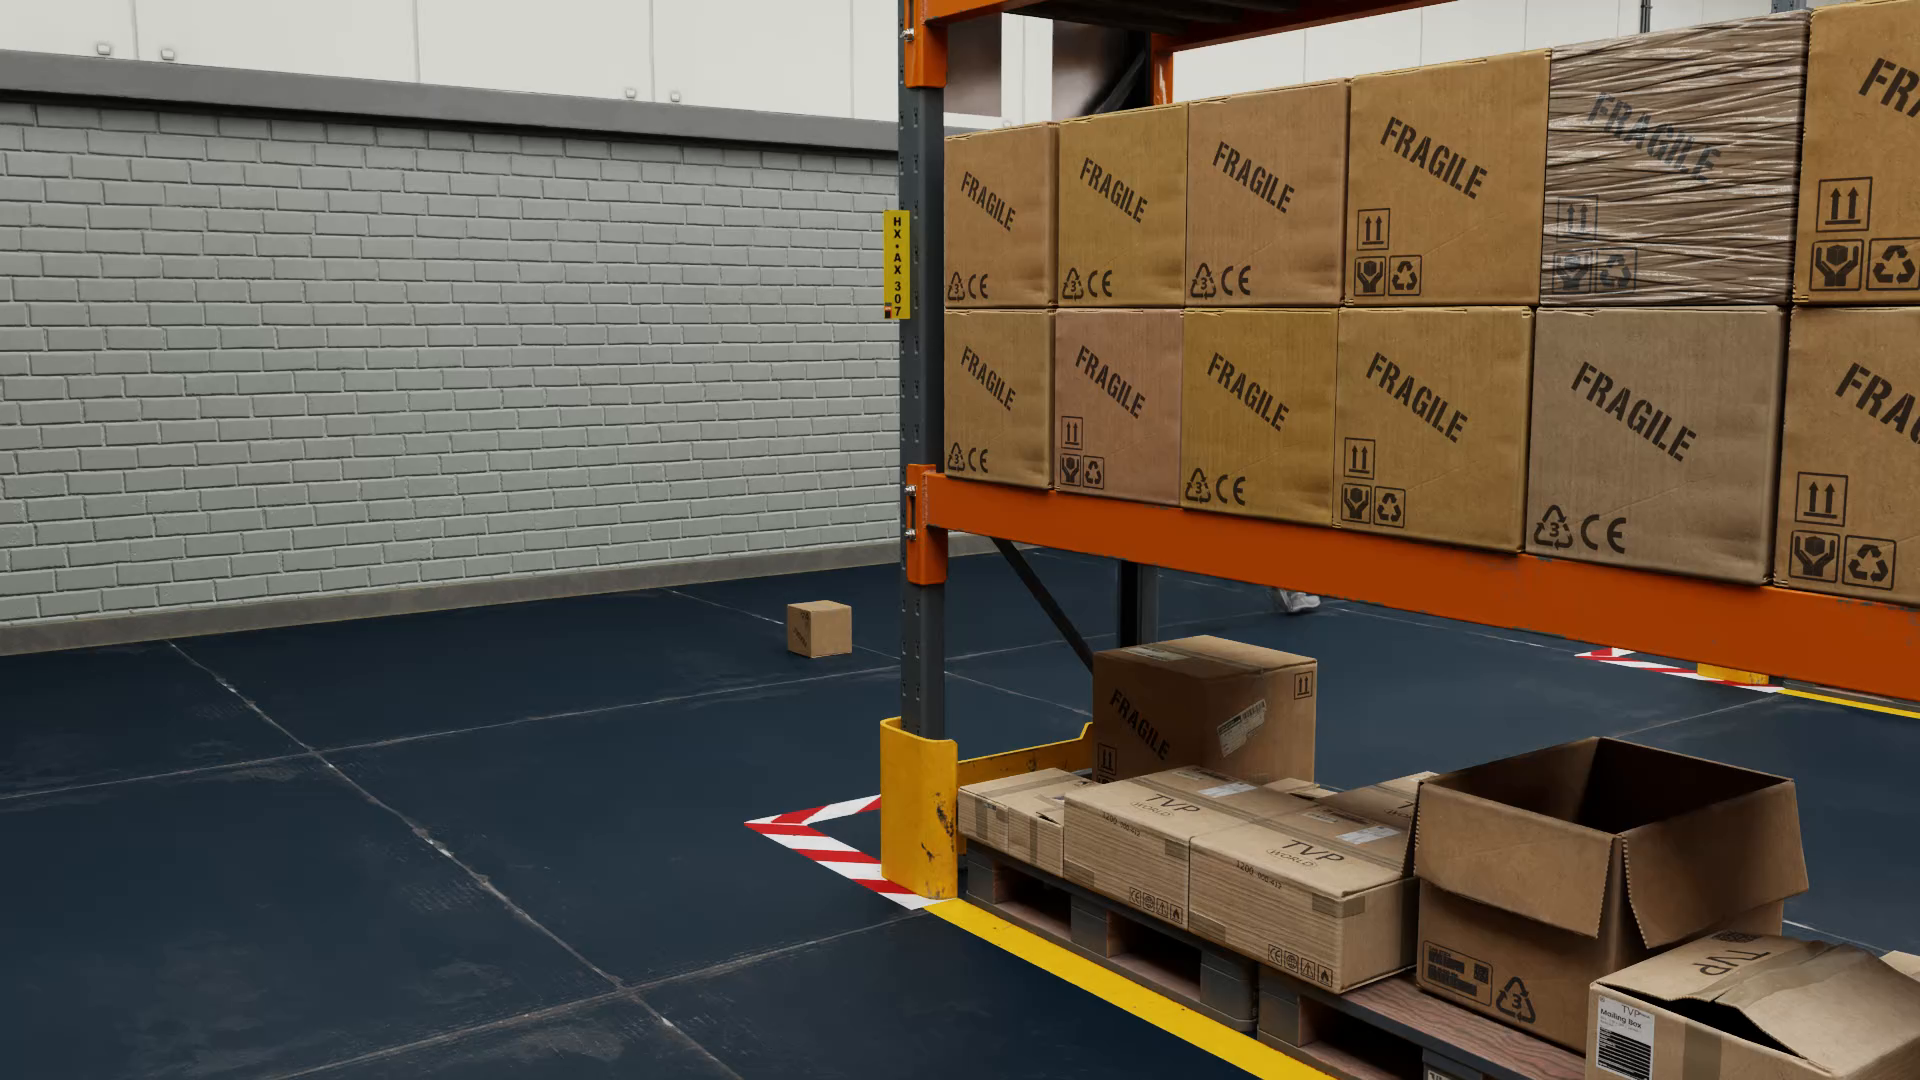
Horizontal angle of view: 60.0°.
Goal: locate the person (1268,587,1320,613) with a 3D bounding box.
[{"bbox_3d":[1.953,-0.435,9.786,0.606,1.754,0.569,-5,9,-31],"label":"person"}]
